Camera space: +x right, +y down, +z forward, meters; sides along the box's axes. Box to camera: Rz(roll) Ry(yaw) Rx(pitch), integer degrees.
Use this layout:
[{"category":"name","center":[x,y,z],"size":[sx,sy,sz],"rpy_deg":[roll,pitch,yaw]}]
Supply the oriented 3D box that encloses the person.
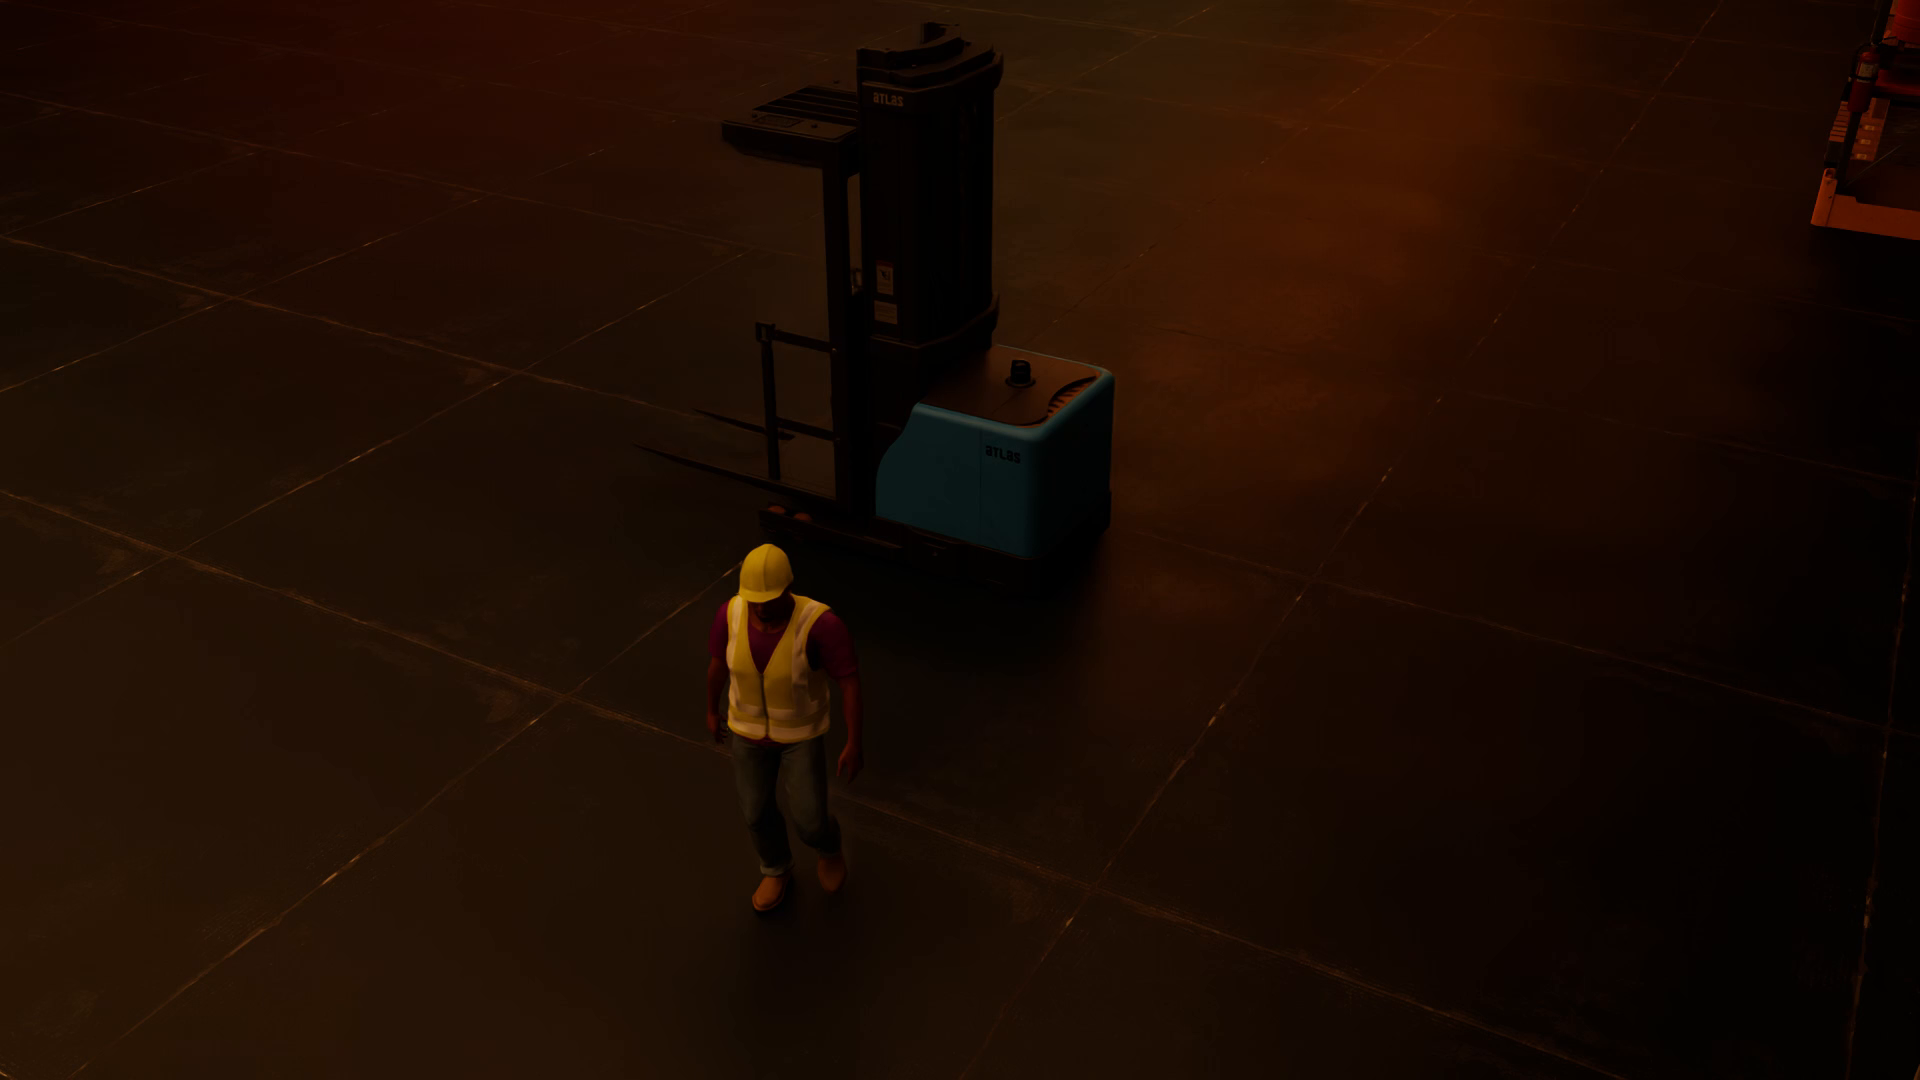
[{"category":"person","center":[-0.757,0.829,6.822],"size":[0.703,1.746,0.474],"rpy_deg":[7,31,11]}]

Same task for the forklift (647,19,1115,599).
[{"category":"forklift","center":[-0.600,-1.499,9.668],"size":[3.031,2.935,1.130],"rpy_deg":[19,35,29]}]
